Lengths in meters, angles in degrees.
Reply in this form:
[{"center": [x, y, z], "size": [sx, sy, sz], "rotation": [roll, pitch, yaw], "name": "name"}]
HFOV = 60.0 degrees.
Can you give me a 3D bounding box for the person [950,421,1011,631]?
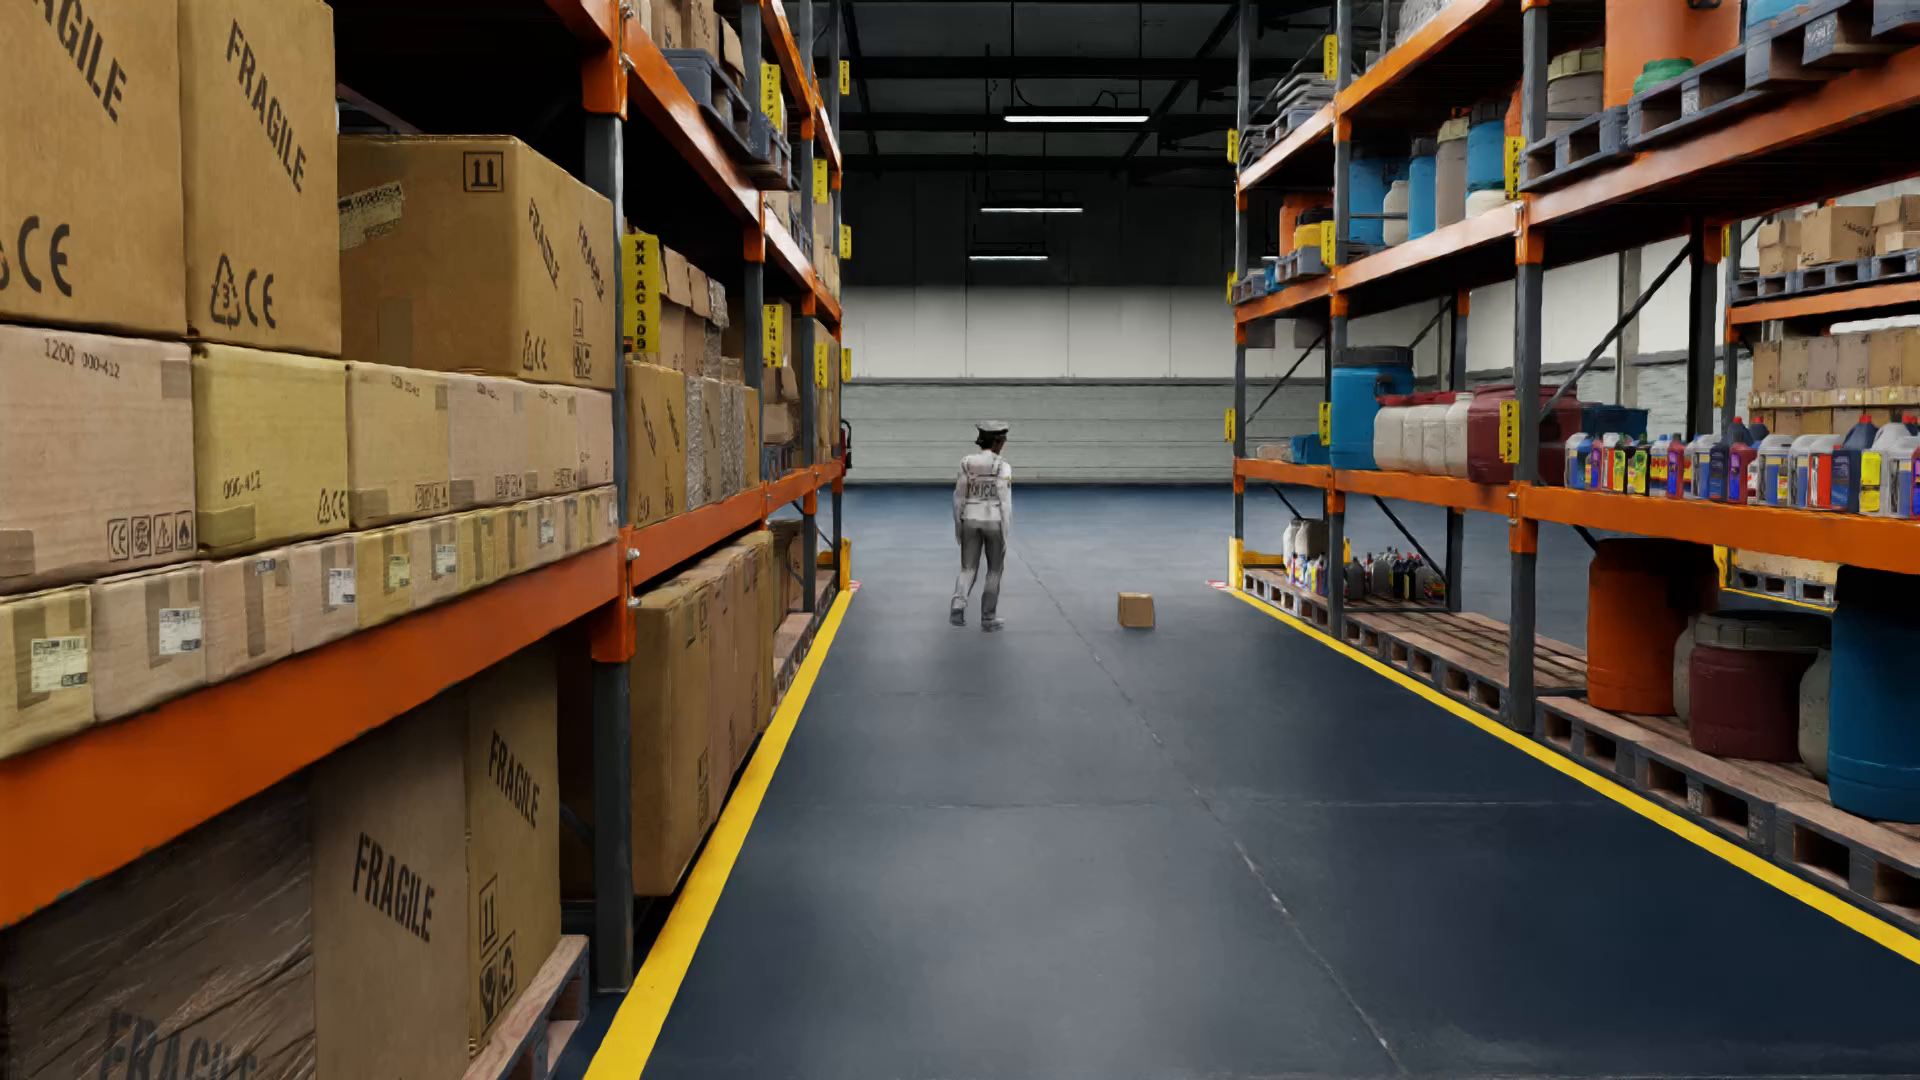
[{"center": [0.160, -0.099, 12.845], "size": [0.515, 1.636, 0.806], "rotation": [2, 4, 23], "name": "person"}]
